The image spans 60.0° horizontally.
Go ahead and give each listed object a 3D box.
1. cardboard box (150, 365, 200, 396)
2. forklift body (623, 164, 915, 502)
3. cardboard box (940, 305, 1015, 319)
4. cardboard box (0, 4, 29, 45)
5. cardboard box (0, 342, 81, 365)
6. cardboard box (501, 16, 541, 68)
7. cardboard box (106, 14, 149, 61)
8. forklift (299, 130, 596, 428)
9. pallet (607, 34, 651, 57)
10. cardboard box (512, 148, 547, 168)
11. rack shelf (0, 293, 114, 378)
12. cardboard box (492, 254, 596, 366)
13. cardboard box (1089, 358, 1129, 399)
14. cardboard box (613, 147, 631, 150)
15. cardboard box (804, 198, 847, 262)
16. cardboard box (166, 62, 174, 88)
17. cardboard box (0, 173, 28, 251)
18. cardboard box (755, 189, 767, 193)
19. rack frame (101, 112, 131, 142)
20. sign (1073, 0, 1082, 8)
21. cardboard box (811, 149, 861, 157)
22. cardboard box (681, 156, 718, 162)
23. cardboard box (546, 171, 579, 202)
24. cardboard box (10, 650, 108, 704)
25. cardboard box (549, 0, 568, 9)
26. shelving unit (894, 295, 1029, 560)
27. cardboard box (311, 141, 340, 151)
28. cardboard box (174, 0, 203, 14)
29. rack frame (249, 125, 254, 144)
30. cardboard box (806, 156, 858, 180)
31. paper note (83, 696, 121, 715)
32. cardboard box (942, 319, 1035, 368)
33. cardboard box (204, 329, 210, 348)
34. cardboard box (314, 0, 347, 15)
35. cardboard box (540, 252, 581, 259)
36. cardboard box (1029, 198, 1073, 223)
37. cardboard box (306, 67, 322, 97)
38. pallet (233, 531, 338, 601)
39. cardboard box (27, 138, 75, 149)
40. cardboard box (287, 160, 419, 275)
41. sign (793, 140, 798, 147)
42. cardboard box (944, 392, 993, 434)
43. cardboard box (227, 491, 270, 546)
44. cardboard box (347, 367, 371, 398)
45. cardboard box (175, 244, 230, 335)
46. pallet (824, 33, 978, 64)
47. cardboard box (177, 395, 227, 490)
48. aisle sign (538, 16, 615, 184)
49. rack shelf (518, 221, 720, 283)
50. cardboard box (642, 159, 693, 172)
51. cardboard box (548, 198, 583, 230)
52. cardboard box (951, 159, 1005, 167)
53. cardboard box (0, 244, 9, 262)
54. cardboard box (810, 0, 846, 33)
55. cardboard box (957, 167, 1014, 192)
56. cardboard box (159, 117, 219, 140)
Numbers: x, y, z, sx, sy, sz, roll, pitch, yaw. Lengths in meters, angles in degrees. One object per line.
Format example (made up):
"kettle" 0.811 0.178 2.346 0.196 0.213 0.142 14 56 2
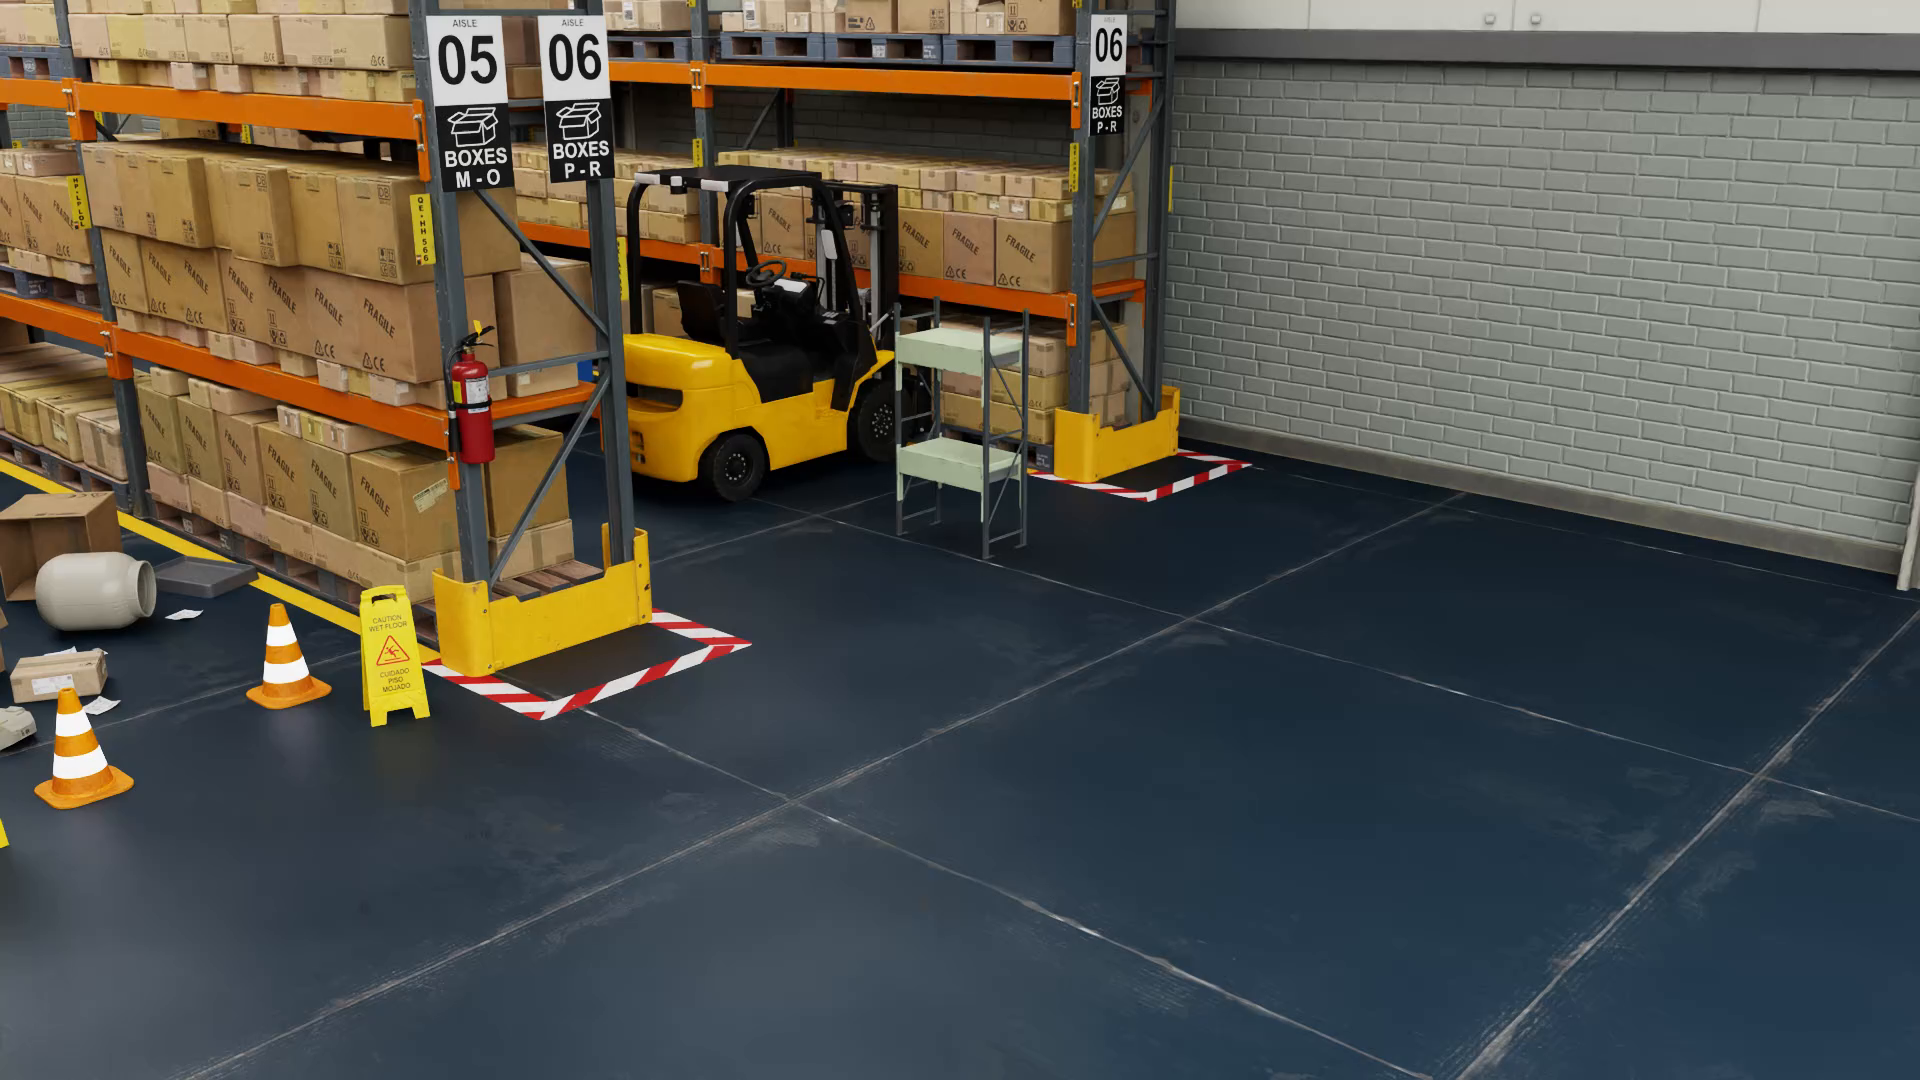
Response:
"cardboard box" -4.815 -1.019 10.402 0.250 0.149 0.380 15 23 40
"forklift body" -1.476 -1.565 11.986 1.214 2.155 2.313 15 23 39
"cardboard box" 0.176 -1.709 13.237 0.500 0.250 0.500 15 23 39
"cardboard box" -6.039 -3.426 11.044 0.500 0.250 0.500 15 23 40
"cardboard box" -7.706 -1.316 13.449 0.625 0.372 0.950 13 22 36
"cardboard box" -2.338 -2.539 8.450 0.500 0.250 0.500 15 23 38
"cardboard box" -4.591 -2.929 9.679 0.500 0.250 0.500 15 23 39
"forklift" -4.043 -2.078 12.314 1.130 2.935 3.031 7 19 21
"pallet" -3.425 -4.607 15.524 1.213 0.211 1.003 16 24 42
"cardboard box" -4.174 -3.685 16.027 0.250 0.149 0.380 15 23 40
"rack shelf" -6.626 -1.739 12.323 4.000 0.370 1.077 15 23 39
"cardboard box" -2.309 -1.225 8.855 0.500 0.500 0.500 15 23 38
"cardboard box" 0.939 -1.271 12.681 0.500 0.250 0.500 16 23 40
"cardboard box" -3.414 -3.717 16.128 0.250 0.149 0.380 15 23 38
"cardboard box" -0.900 -2.502 13.370 0.500 0.500 0.500 15 23 39
"cardboard box" -4.289 -2.667 9.514 0.250 0.149 0.380 14 22 38
"cardboard box" -6.382 -2.315 11.597 0.500 0.500 0.500 16 24 41
"cardboard box" -1.580 -2.986 13.824 0.250 0.149 0.380 16 23 41
"rack frame" -10.814 -5.214 22.082 0.127 3.000 1.000 15 23 39
"sign" 0.783 -3.695 11.005 0.005 0.325 0.100 15 23 39
"cardboard box" -1.032 -3.197 13.999 0.250 0.149 0.380 15 23 39
"cardboard box" -2.311 -3.396 15.117 0.250 0.149 0.380 15 23 39
"cardboard box" -3.509 -3.323 15.546 0.500 0.250 0.500 15 23 40
"cardboard box" -4.459 0.675 8.238 0.380 0.149 0.250 -6 18 -18
"cardboard box" -3.689 -4.928 15.197 0.500 0.500 0.500 16 23 41
"shelving unit" 0.005 -0.714 10.381 0.755 1.500 0.431 15 23 39
"cardboard box" -6.635 -4.249 18.183 0.500 0.500 0.700 15 23 39
"cardboard box" -4.101 -2.985 9.195 0.250 0.149 0.380 15 23 38
"rack frame" -7.822 -4.411 19.551 0.127 3.000 1.000 15 23 39
"cardboard box" -1.009 -2.970 13.281 0.250 0.149 0.380 15 23 38
"paper note" -4.167 0.798 8.046 0.142 0.019 0.148 7 19 21
"cardboard box" 0.216 -1.491 12.548 0.500 0.250 0.500 16 23 40
"cardboard box" -4.284 -1.236 9.962 0.250 0.149 0.380 15 23 39
"cardboard box" -2.958 -2.676 8.224 0.250 0.149 0.380 15 23 39
"cardboard box" -4.373 -2.548 16.912 0.625 0.625 0.875 16 24 41
"cardboard box" 0.708 -2.364 11.865 0.250 0.149 0.380 15 23 40
"cardboard box" -3.121 -2.365 8.563 0.250 0.149 0.380 15 23 40
"pallet" -3.688 0.020 10.199 1.213 0.211 1.003 15 23 39
"cardboard box" -6.711 -2.918 12.424 0.250 0.149 0.380 14 22 37
"cardboard box" -3.039 -1.700 8.700 0.500 0.500 0.700 15 23 40
"sign" -1.471 -3.381 14.743 0.005 0.325 0.100 15 23 39
"cardboard box" 0.226 -1.016 12.705 0.500 0.250 0.500 15 23 39
"cardboard box" -4.063 -0.180 10.072 0.500 0.250 0.500 15 23 39
"cardboard box" -3.001 -0.867 8.799 0.250 0.149 0.380 15 23 38
"cardboard box" -4.229 -1.519 9.783 0.500 0.500 0.500 15 23 39
"pallet" -0.275 -3.782 12.756 1.213 0.211 1.003 15 23 39
"cardboard box" -4.460 -0.643 10.291 0.500 0.500 0.500 16 24 41
"aisle sign" -1.887 -2.174 8.206 0.004 0.787 0.394 15 23 39
"rack shelf" -3.335 -2.863 15.864 4.000 0.370 1.077 15 23 39
"cardboard box" -2.595 -3.288 14.777 0.250 0.149 0.380 15 23 39
"cardboard box" -3.511 -3.083 15.616 0.500 0.250 0.500 16 24 41
"cardboard box" 0.144 -2.901 13.064 0.250 0.149 0.380 14 23 38
"cardboard box" -6.826 -2.121 12.059 0.250 0.149 0.380 16 24 41
"cardboard box" -0.930 -4.051 12.822 0.258 0.266 0.396 14 23 38
"cardboard box" 0.190 -2.680 12.368 0.250 0.149 0.380 15 23 40
"cardboard box" -9.531 -5.188 20.518 0.500 0.500 0.500 16 23 41
